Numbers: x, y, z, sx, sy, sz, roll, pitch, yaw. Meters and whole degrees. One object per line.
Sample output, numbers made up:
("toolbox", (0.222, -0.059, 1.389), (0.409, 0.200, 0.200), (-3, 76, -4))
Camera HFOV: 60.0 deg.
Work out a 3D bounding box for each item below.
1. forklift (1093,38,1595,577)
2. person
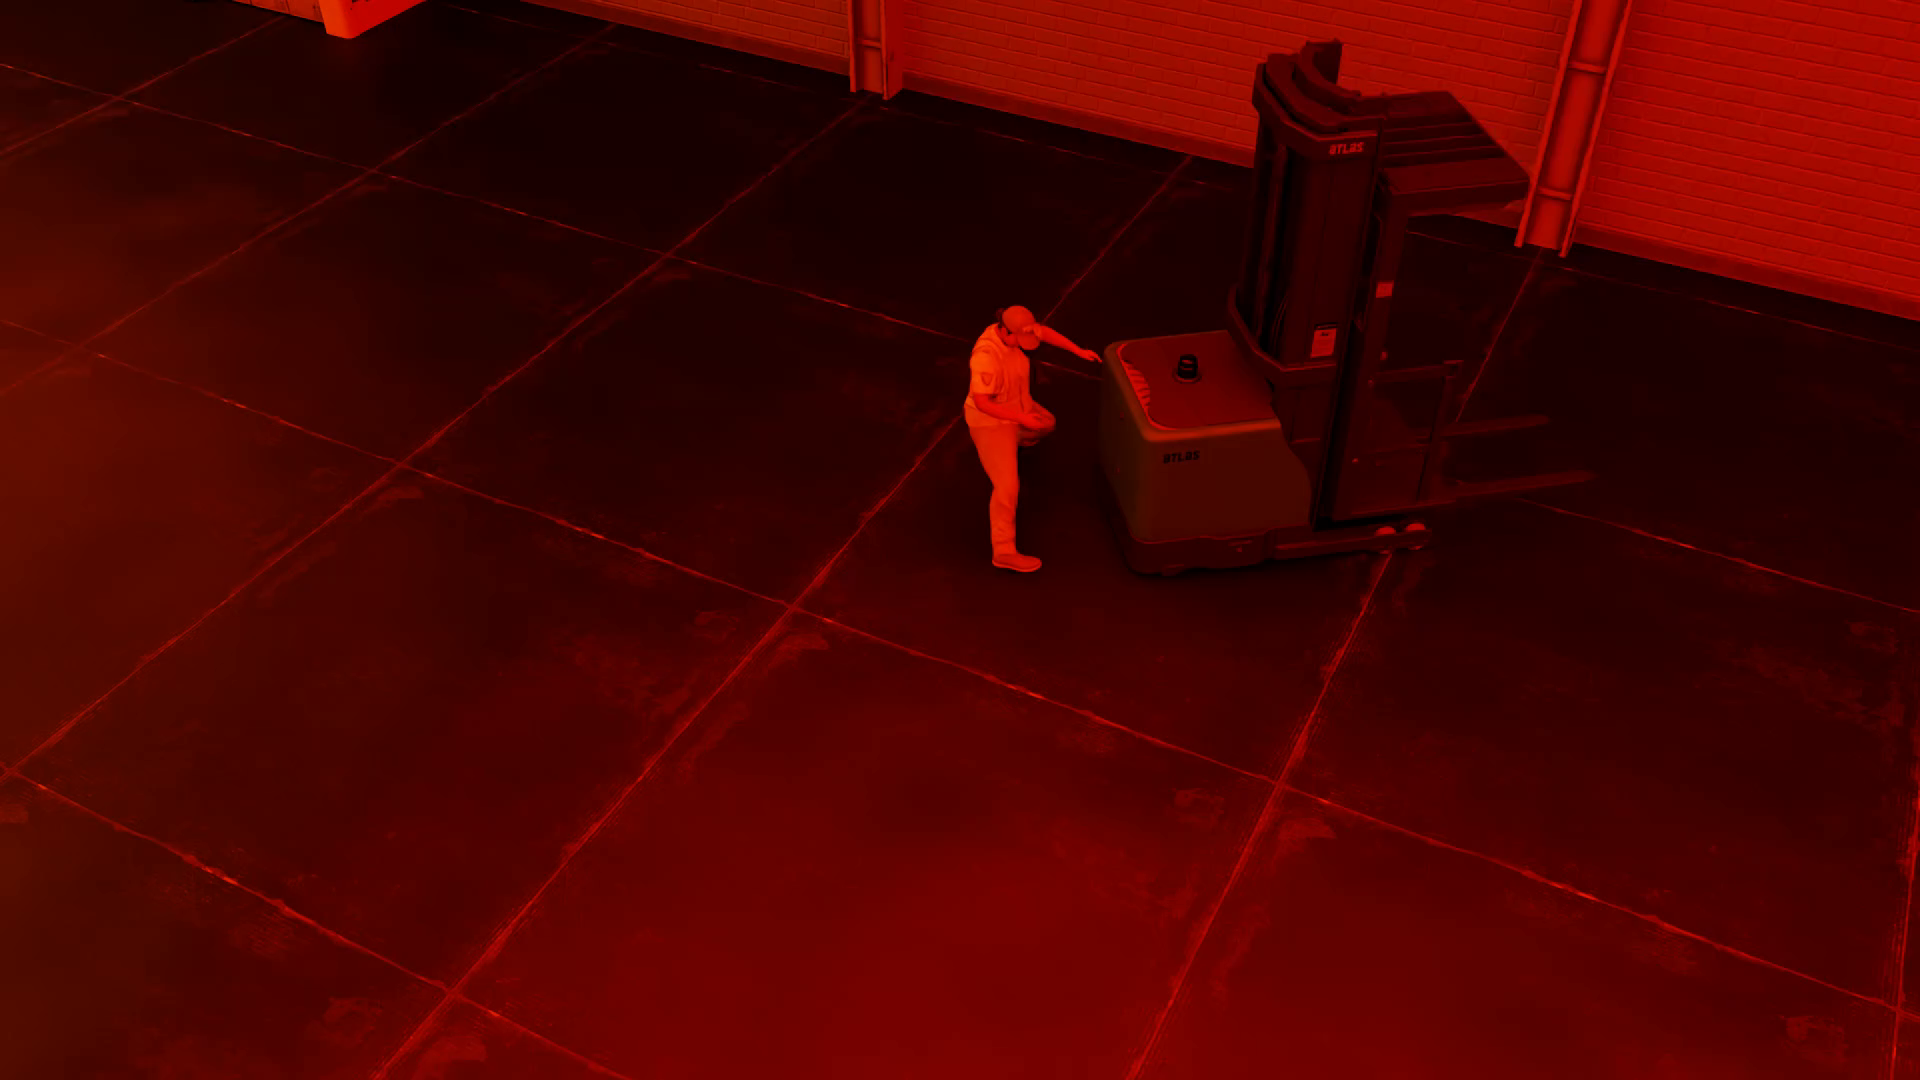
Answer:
("forklift", (2.417, -1.368, 9.610), (3.031, 2.935, 1.130), (-7, 41, -8))
("person", (0.405, -0.790, 10.062), (0.787, 1.461, 1.279), (21, 44, 23))
